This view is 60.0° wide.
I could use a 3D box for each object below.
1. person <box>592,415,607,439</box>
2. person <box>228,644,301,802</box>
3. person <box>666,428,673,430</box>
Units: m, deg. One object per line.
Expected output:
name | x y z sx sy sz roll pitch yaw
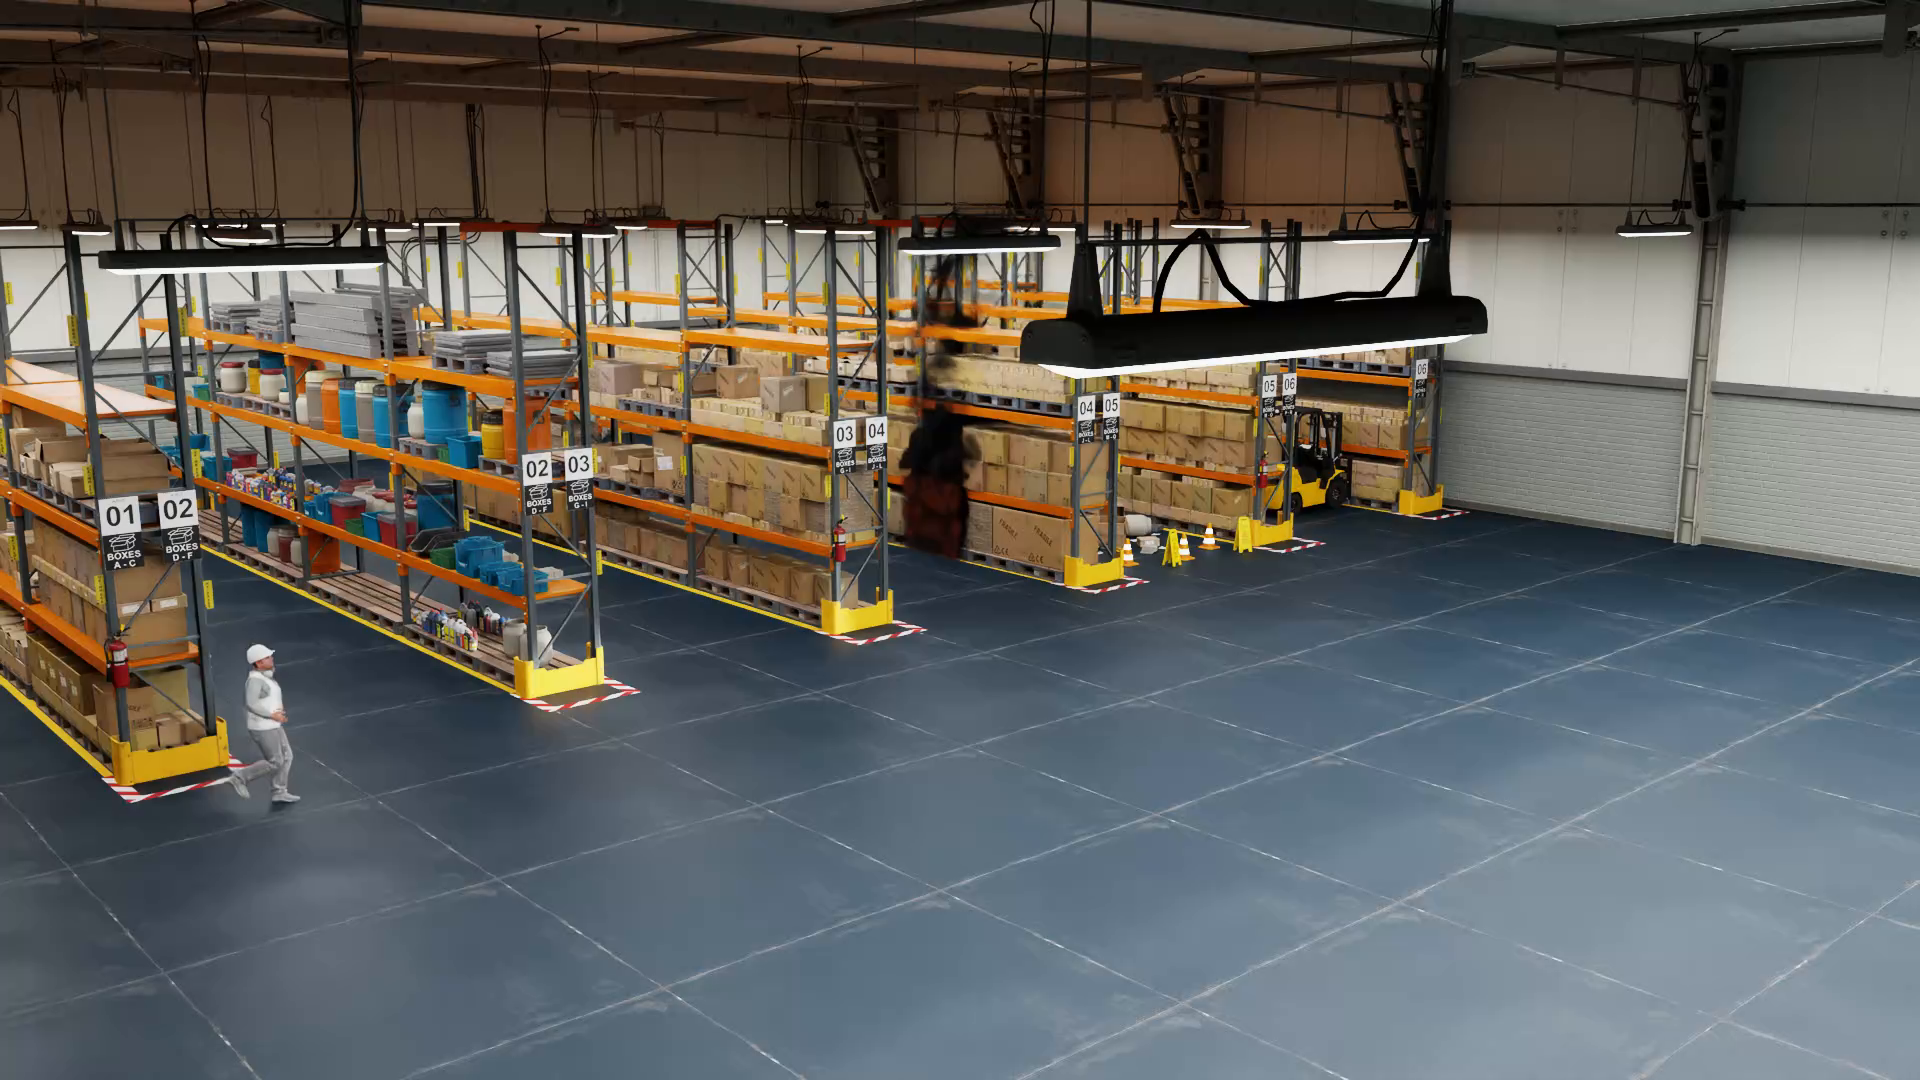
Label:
person | -9.001 -2.654 41.201 0.484 1.540 0.794 -4 12 -20
person | -7.461 1.979 17.718 0.692 1.772 0.677 -3 12 -15
person | -6.125 -1.548 35.113 0.717 1.770 0.661 11 16 44
